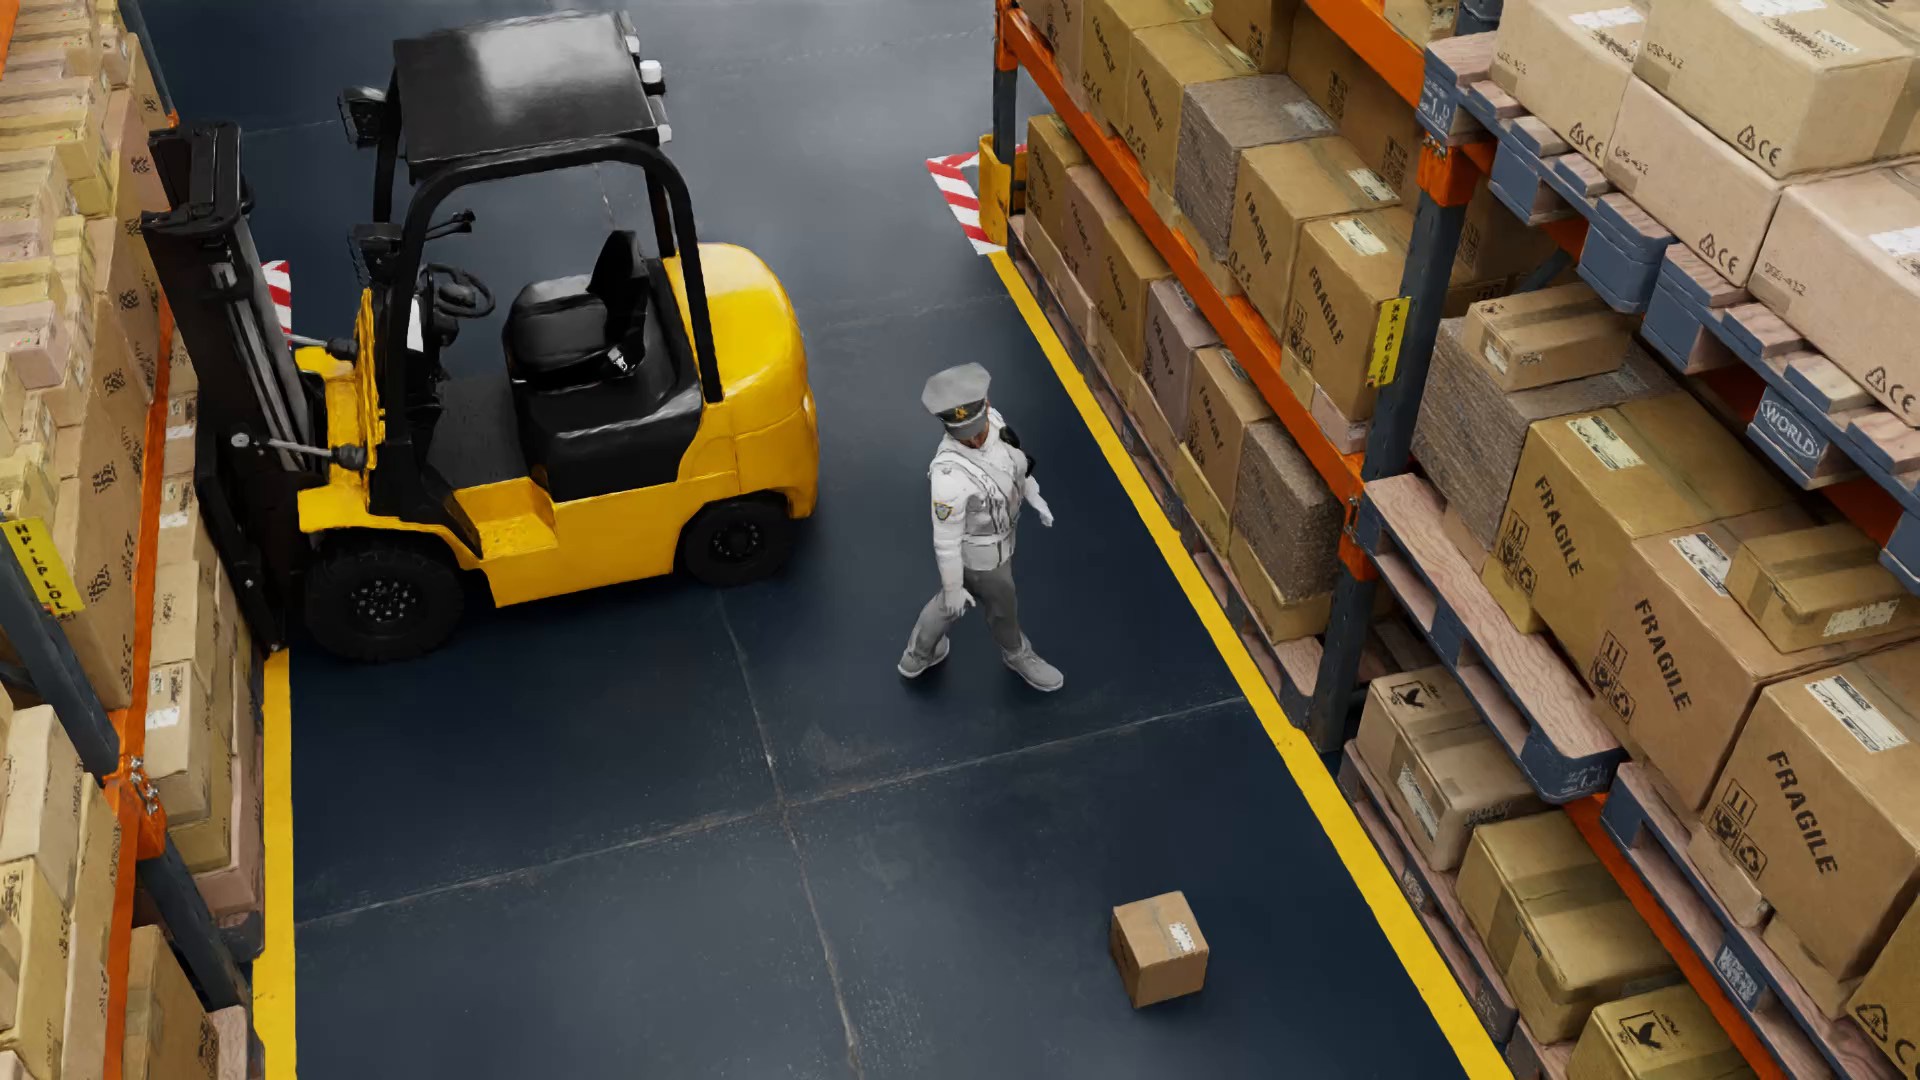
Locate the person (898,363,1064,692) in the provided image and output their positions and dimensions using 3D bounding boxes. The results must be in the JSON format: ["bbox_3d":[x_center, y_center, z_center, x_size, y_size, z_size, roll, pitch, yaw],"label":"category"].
[{"bbox_3d":[0.080,0.004,6.170,0.671,1.639,0.516,4,43,4],"label":"person"}]
